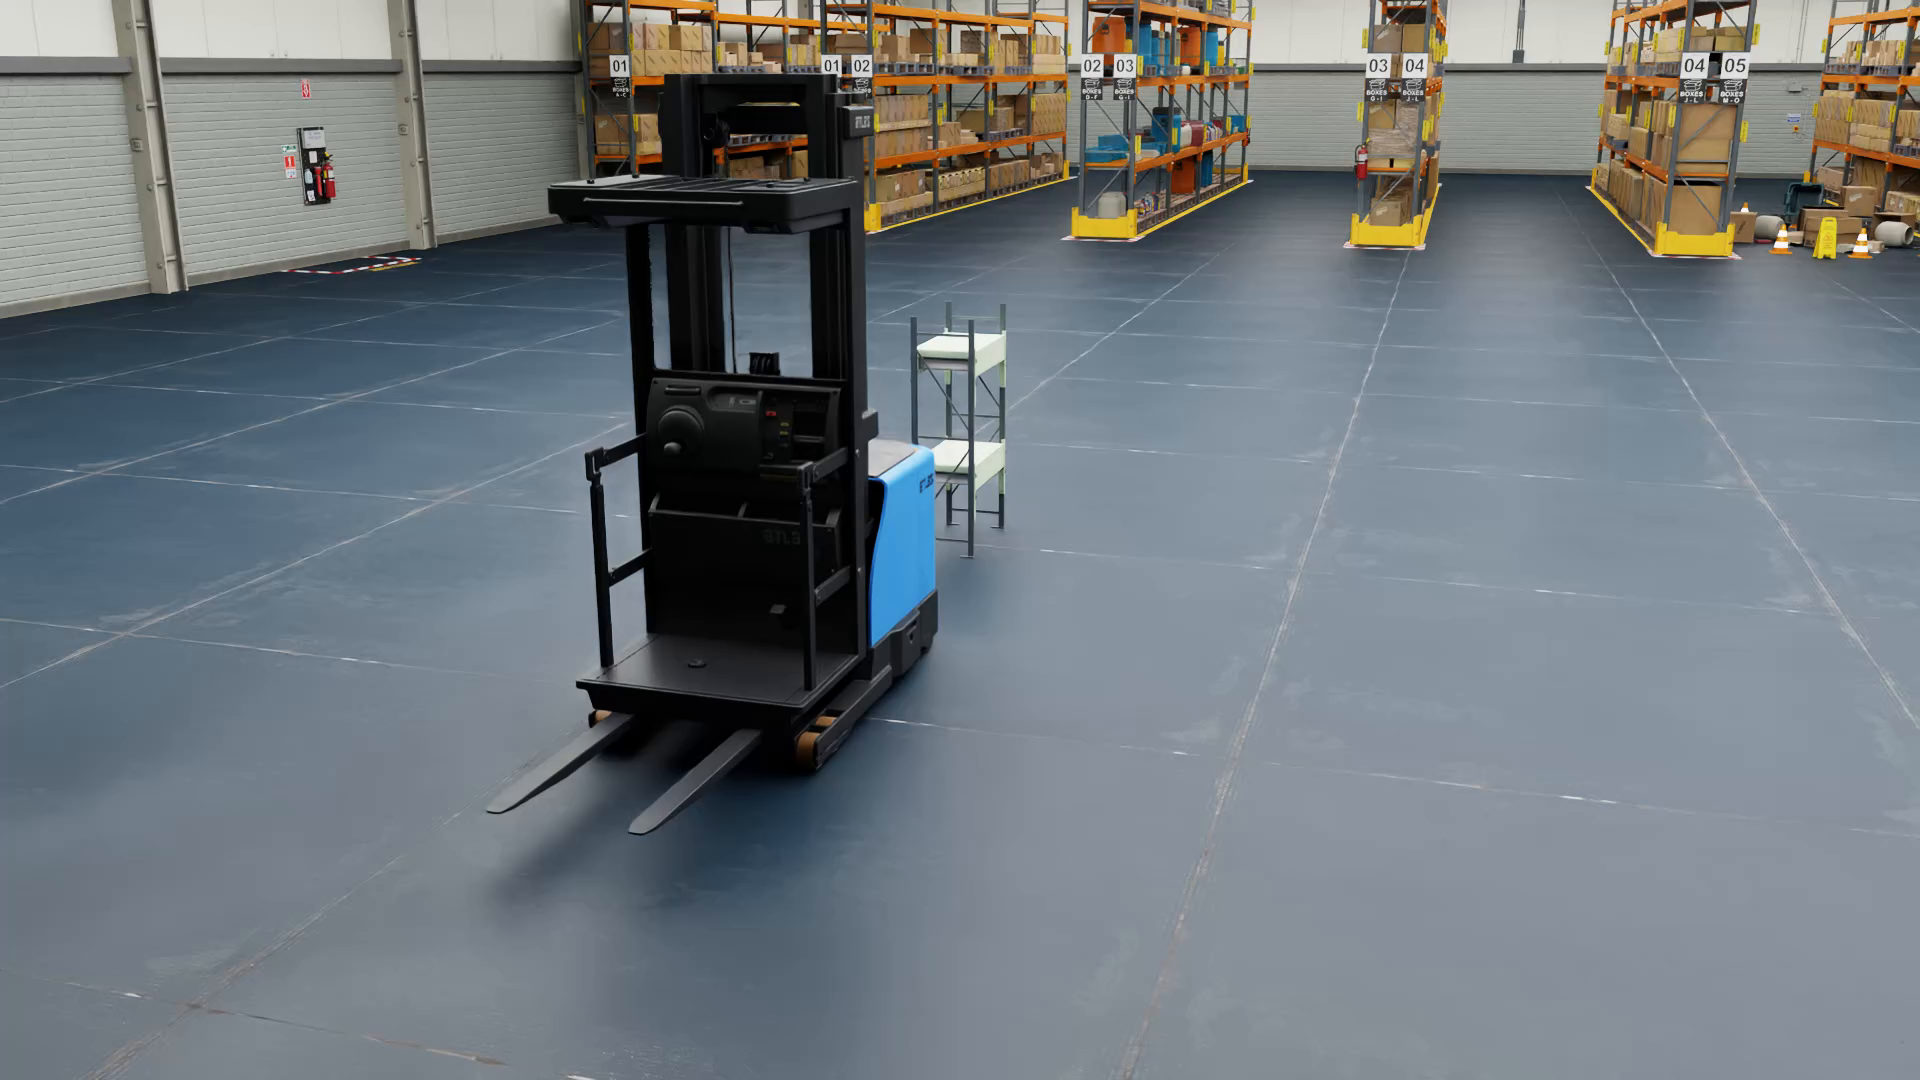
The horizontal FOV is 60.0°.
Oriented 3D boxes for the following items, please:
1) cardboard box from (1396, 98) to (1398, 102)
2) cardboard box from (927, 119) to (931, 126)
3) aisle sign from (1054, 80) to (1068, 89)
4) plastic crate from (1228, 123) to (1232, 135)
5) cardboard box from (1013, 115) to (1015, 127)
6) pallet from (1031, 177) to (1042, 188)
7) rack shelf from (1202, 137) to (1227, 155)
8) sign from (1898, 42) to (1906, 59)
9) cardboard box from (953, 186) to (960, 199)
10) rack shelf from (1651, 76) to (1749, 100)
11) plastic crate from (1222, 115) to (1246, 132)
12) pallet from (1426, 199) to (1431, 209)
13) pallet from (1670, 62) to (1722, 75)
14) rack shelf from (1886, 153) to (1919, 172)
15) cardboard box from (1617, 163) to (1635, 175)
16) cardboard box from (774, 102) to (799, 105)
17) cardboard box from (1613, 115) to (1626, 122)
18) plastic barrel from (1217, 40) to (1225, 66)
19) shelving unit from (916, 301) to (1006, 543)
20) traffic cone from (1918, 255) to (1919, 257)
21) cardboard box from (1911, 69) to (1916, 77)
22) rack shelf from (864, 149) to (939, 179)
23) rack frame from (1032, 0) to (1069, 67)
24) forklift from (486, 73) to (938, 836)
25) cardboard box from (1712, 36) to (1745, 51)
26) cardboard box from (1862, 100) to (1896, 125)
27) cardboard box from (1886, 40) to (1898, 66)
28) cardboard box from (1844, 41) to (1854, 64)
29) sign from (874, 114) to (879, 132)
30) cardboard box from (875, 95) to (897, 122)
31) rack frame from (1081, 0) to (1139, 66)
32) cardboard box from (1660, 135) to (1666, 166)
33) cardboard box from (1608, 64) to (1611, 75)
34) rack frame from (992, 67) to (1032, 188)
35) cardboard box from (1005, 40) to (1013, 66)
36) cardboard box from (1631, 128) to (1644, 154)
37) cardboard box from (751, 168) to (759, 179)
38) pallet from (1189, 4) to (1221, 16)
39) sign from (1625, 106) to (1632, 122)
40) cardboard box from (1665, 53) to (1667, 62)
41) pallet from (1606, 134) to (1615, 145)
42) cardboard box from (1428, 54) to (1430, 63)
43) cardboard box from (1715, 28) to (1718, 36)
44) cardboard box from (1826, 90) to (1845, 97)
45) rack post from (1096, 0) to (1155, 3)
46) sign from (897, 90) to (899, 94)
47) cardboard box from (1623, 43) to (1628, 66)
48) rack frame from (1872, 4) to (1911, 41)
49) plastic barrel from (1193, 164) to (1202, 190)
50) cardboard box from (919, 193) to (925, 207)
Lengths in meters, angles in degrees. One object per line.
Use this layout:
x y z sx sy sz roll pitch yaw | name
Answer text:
7.463 -7.566 29.446 0.500 0.500 0.500 5 16 16 | cardboard box
-0.825 -8.687 34.589 0.380 0.149 0.250 5 16 16 | cardboard box
2.770 -12.799 45.693 0.394 0.787 0.004 5 16 16 | aisle sign
6.679 -10.480 42.388 0.437 0.282 0.530 5 16 16 | plastic crate
1.216 -10.707 42.897 0.500 0.500 0.500 5 17 17 | cardboard box
1.516 -9.346 43.393 1.003 0.211 1.213 5 16 16 | pallet
5.500 -9.254 39.275 1.077 0.370 4.000 5 16 16 | rack shelf
18.652 -9.699 32.937 0.100 0.325 0.005 5 16 16 | sign
-0.310 -7.650 36.572 0.500 0.250 0.500 4 16 14 | cardboard box
12.702 -7.808 28.683 1.077 0.370 4.000 5 16 16 | rack shelf
7.289 -11.113 44.338 0.616 0.435 0.499 5 16 16 | plastic crate
9.977 -7.551 37.065 1.003 0.211 1.213 5 16 16 | pallet
12.334 -7.784 27.440 1.003 0.211 1.213 5 16 16 | pallet
18.613 -7.054 31.522 1.077 0.370 4.000 5 16 16 | rack shelf
14.643 -8.105 36.346 0.500 0.250 0.500 5 17 17 | cardboard box
-4.183 -10.513 40.256 0.500 0.250 0.500 5 17 17 | cardboard box
14.624 -9.289 36.684 0.380 0.149 0.250 5 17 18 | cardboard box
6.004 -11.604 39.632 0.600 0.588 0.600 0 16 0 | plastic barrel
-0.001 -0.721 10.622 0.431 1.500 0.748 5 16 16 | shelving unit
15.794 -4.823 26.985 0.336 0.463 0.334 5 16 16 | traffic cone
18.929 -9.177 32.650 0.380 0.149 0.250 5 16 16 | cardboard box
-1.522 -7.546 33.254 1.077 0.370 4.000 5 16 16 | rack shelf
2.457 -14.441 45.250 1.000 3.000 0.127 5 16 16 | rack frame
-1.043 -0.525 7.311 1.130 2.935 3.031 5 17 17 | forklift
12.517 -8.059 27.024 0.500 0.250 0.500 5 16 16 | cardboard box
19.655 -9.140 35.542 0.500 0.500 0.500 4 16 14 | cardboard box
19.281 -9.891 33.754 0.700 0.500 0.500 4 16 13 | cardboard box
20.739 -11.242 38.335 0.500 0.500 0.500 5 17 17 | cardboard box
-1.559 -7.778 31.025 0.100 0.325 0.005 5 16 16 | sign
-1.643 -8.446 32.548 0.700 0.500 0.500 5 16 16 | cardboard box
2.658 -9.870 29.134 1.000 3.000 0.127 5 16 16 | rack frame
12.722 -6.785 28.980 0.875 0.550 0.500 5 16 16 | cardboard box
16.154 -11.510 40.690 0.500 0.250 0.500 5 17 18 | cardboard box
1.320 -10.508 42.379 1.000 3.000 0.127 5 16 16 | rack frame
0.938 -11.947 40.818 0.600 0.600 0.600 4 16 15 | cardboard box
13.735 -7.968 33.240 0.500 0.500 0.500 5 16 16 | cardboard box
-5.093 -8.403 38.734 0.700 0.500 0.500 5 16 16 | cardboard box
5.166 -11.866 37.251 1.213 0.211 1.003 5 16 16 | pallet
13.884 -8.840 34.521 0.100 0.325 0.005 5 16 16 | sign
12.409 -8.340 28.747 0.380 0.149 0.250 5 17 17 | cardboard box
15.187 -9.047 37.579 1.003 0.211 1.213 5 16 16 | pallet
7.873 -8.276 28.559 0.380 0.149 0.250 5 17 17 | cardboard box
12.823 -8.473 27.753 0.380 0.149 0.250 4 16 15 | cardboard box
20.899 -10.653 39.688 0.380 0.149 0.250 5 17 18 | cardboard box
2.995 -9.817 29.865 0.937 0.300 0.954 7 17 22 | rack post
-1.777 -12.563 47.068 0.100 0.325 0.005 5 16 16 | sign
15.331 -10.930 37.419 0.700 0.500 0.500 5 16 16 | cardboard box
20.322 -11.856 36.139 0.949 2.616 0.053 5 16 16 | rack frame
5.375 -8.543 39.102 0.600 0.588 0.708 5 16 16 | plastic barrel
-1.027 -7.026 34.372 0.500 0.250 0.500 5 16 16 | cardboard box
